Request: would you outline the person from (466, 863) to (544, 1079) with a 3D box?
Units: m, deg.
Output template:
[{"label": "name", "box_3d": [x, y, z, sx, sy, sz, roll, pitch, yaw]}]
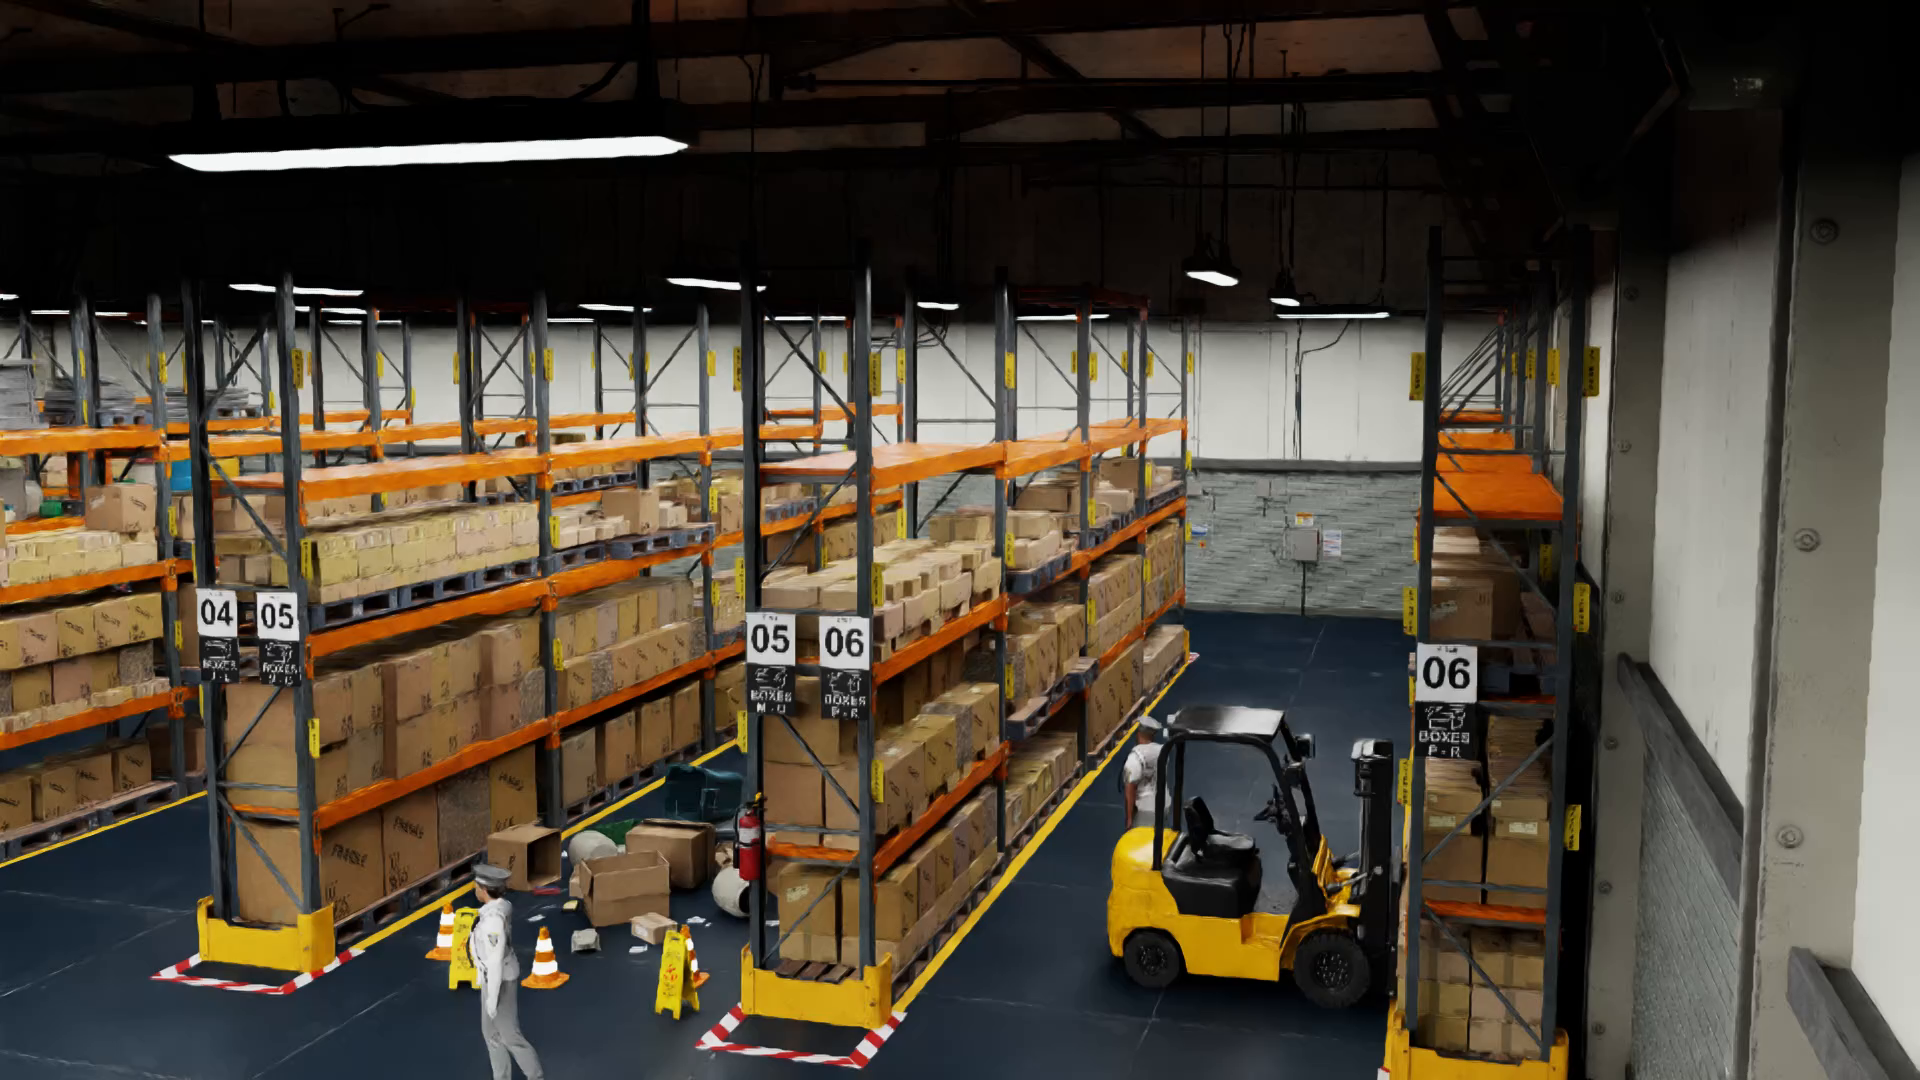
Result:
[{"label": "person", "box_3d": [-3.129, 3.067, 11.509, 0.524, 1.669, 0.569, -1, 7, -11]}]

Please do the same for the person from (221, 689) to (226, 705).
[{"label": "person", "box_3d": [-10.128, 1.766, 22.704, 0.598, 1.698, 1.171, 2, 7, 18]}]

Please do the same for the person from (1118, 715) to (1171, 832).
[{"label": "person", "box_3d": [1.708, 2.533, 15.683, 0.588, 1.759, 0.504, -6, 9, -44]}]
